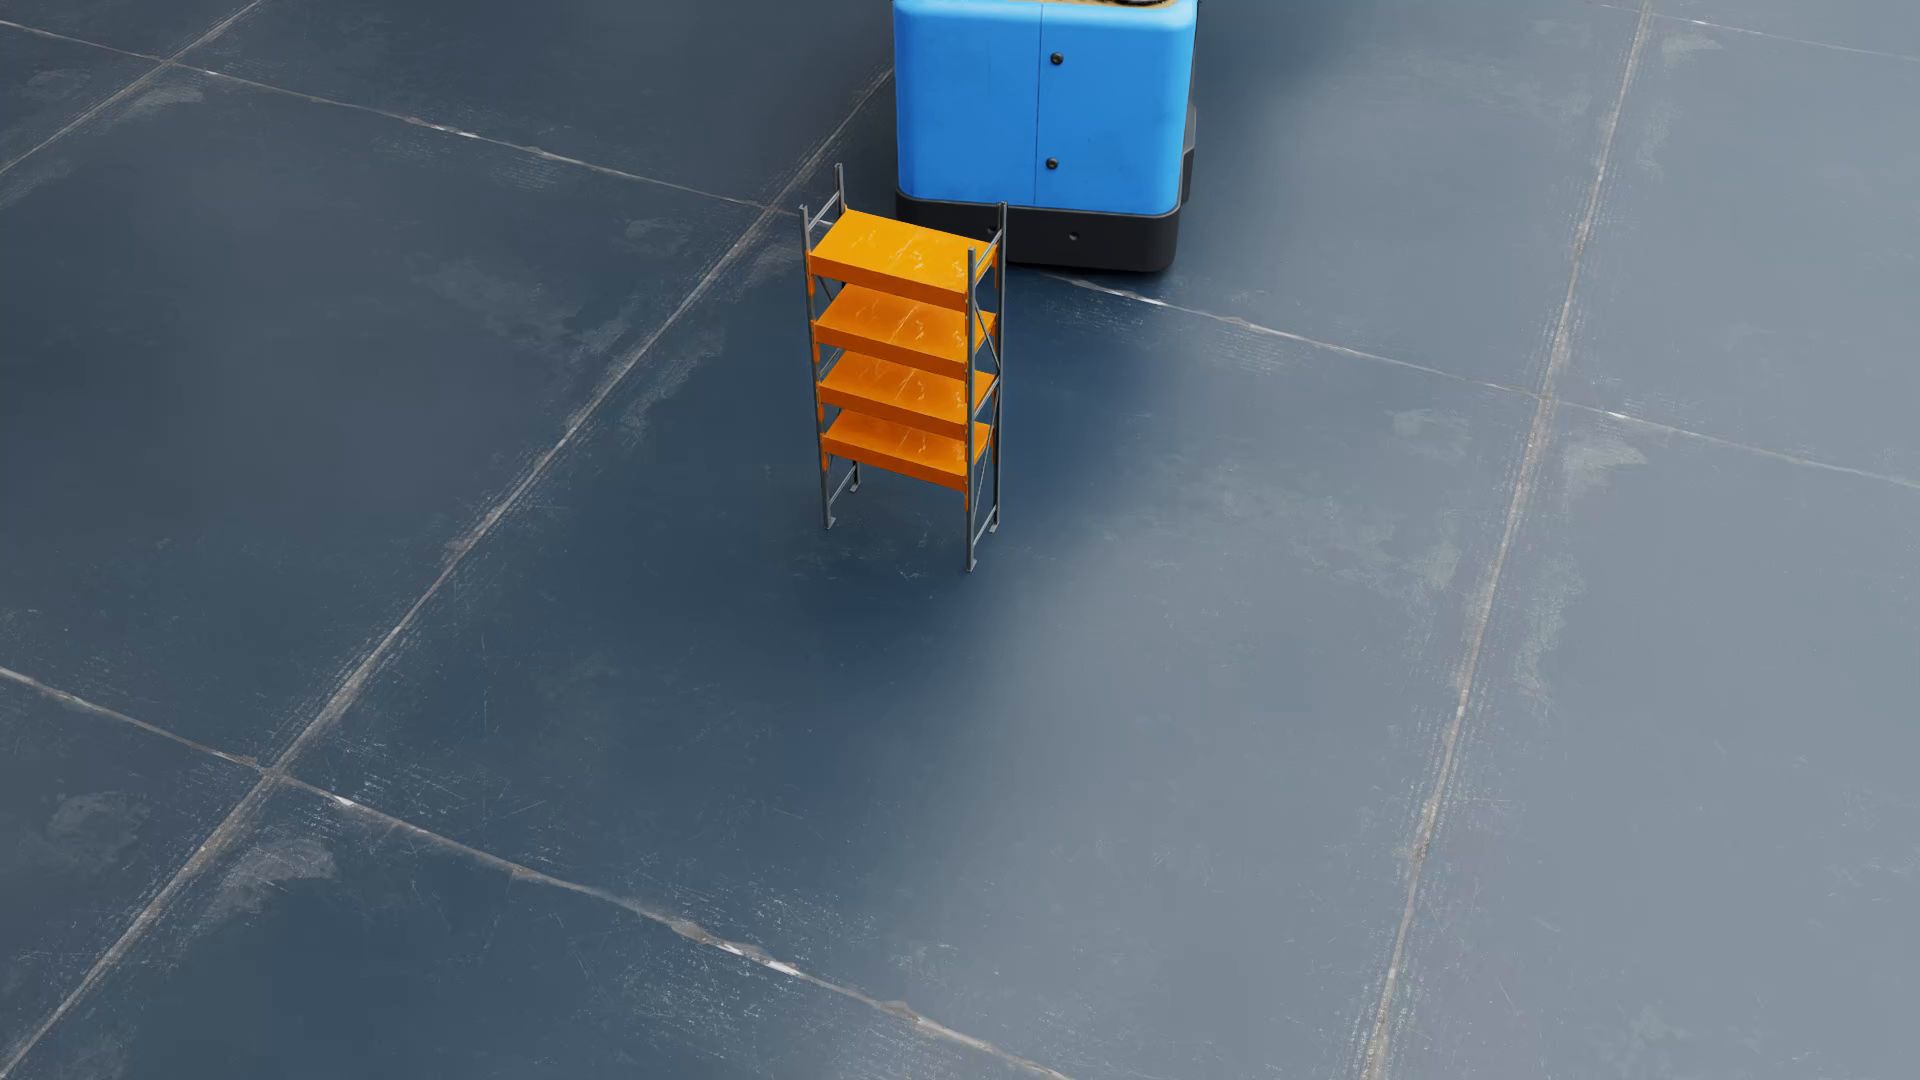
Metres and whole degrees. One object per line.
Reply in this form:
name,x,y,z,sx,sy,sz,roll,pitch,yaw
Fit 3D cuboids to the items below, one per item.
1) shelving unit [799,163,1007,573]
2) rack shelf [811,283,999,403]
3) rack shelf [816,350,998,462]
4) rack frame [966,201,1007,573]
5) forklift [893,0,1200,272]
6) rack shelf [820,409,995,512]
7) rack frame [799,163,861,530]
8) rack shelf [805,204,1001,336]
shelving unit,-0.153,-0.470,4.872,0.503,1.200,0.258,16,47,16
rack shelf,-0.153,-0.581,4.762,0.480,0.148,0.258,16,47,16
rack shelf,-0.153,-0.423,4.919,0.480,0.148,0.258,16,47,16
rack frame,0.072,-0.404,4.805,0.015,1.200,0.240,16,47,16
forklift,0.461,-3.074,6.262,1.130,2.935,3.031,5,45,5
rack shelf,-0.153,-0.282,5.059,0.480,0.148,0.258,16,47,16
rack frame,-0.378,-0.537,4.939,0.015,1.200,0.240,16,47,16
rack shelf,-0.153,-0.749,4.595,0.480,0.148,0.258,16,47,16
